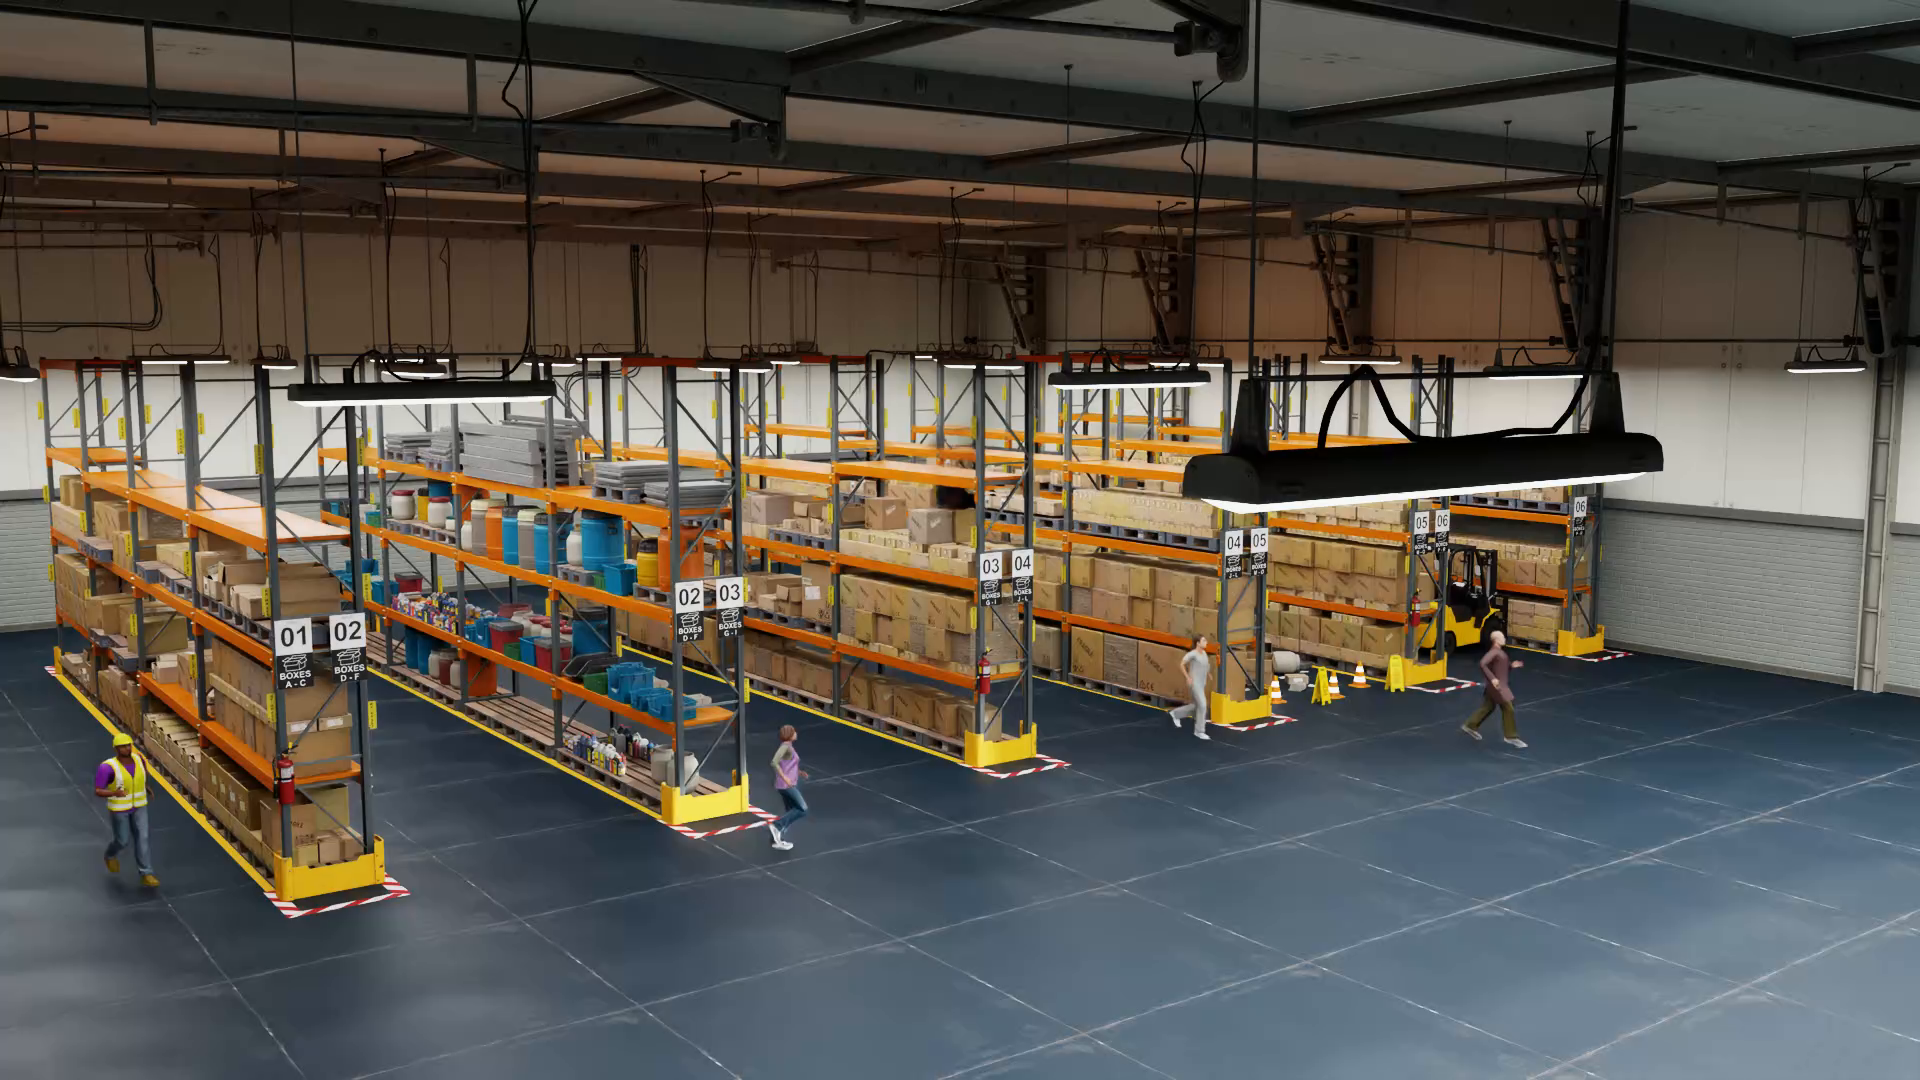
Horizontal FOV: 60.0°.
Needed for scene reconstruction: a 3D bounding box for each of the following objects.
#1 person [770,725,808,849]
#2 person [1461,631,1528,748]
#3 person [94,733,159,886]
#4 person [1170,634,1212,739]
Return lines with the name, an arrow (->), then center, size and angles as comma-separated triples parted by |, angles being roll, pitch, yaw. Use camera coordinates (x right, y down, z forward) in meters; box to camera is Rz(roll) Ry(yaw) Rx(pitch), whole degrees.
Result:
person -> -2.148, 3.079, 20.855 | 0.484, 1.512, 0.552 | -1, 7, -6
person -> 8.372, 2.317, 25.976 | 1.006, 1.790, 0.687 | 2, 7, 14
person -> -9.662, 3.106, 19.315 | 1.007, 1.739, 0.703 | 5, 9, 38
person -> 3.771, 2.330, 26.768 | 0.803, 1.664, 0.603 | 6, 9, 40
